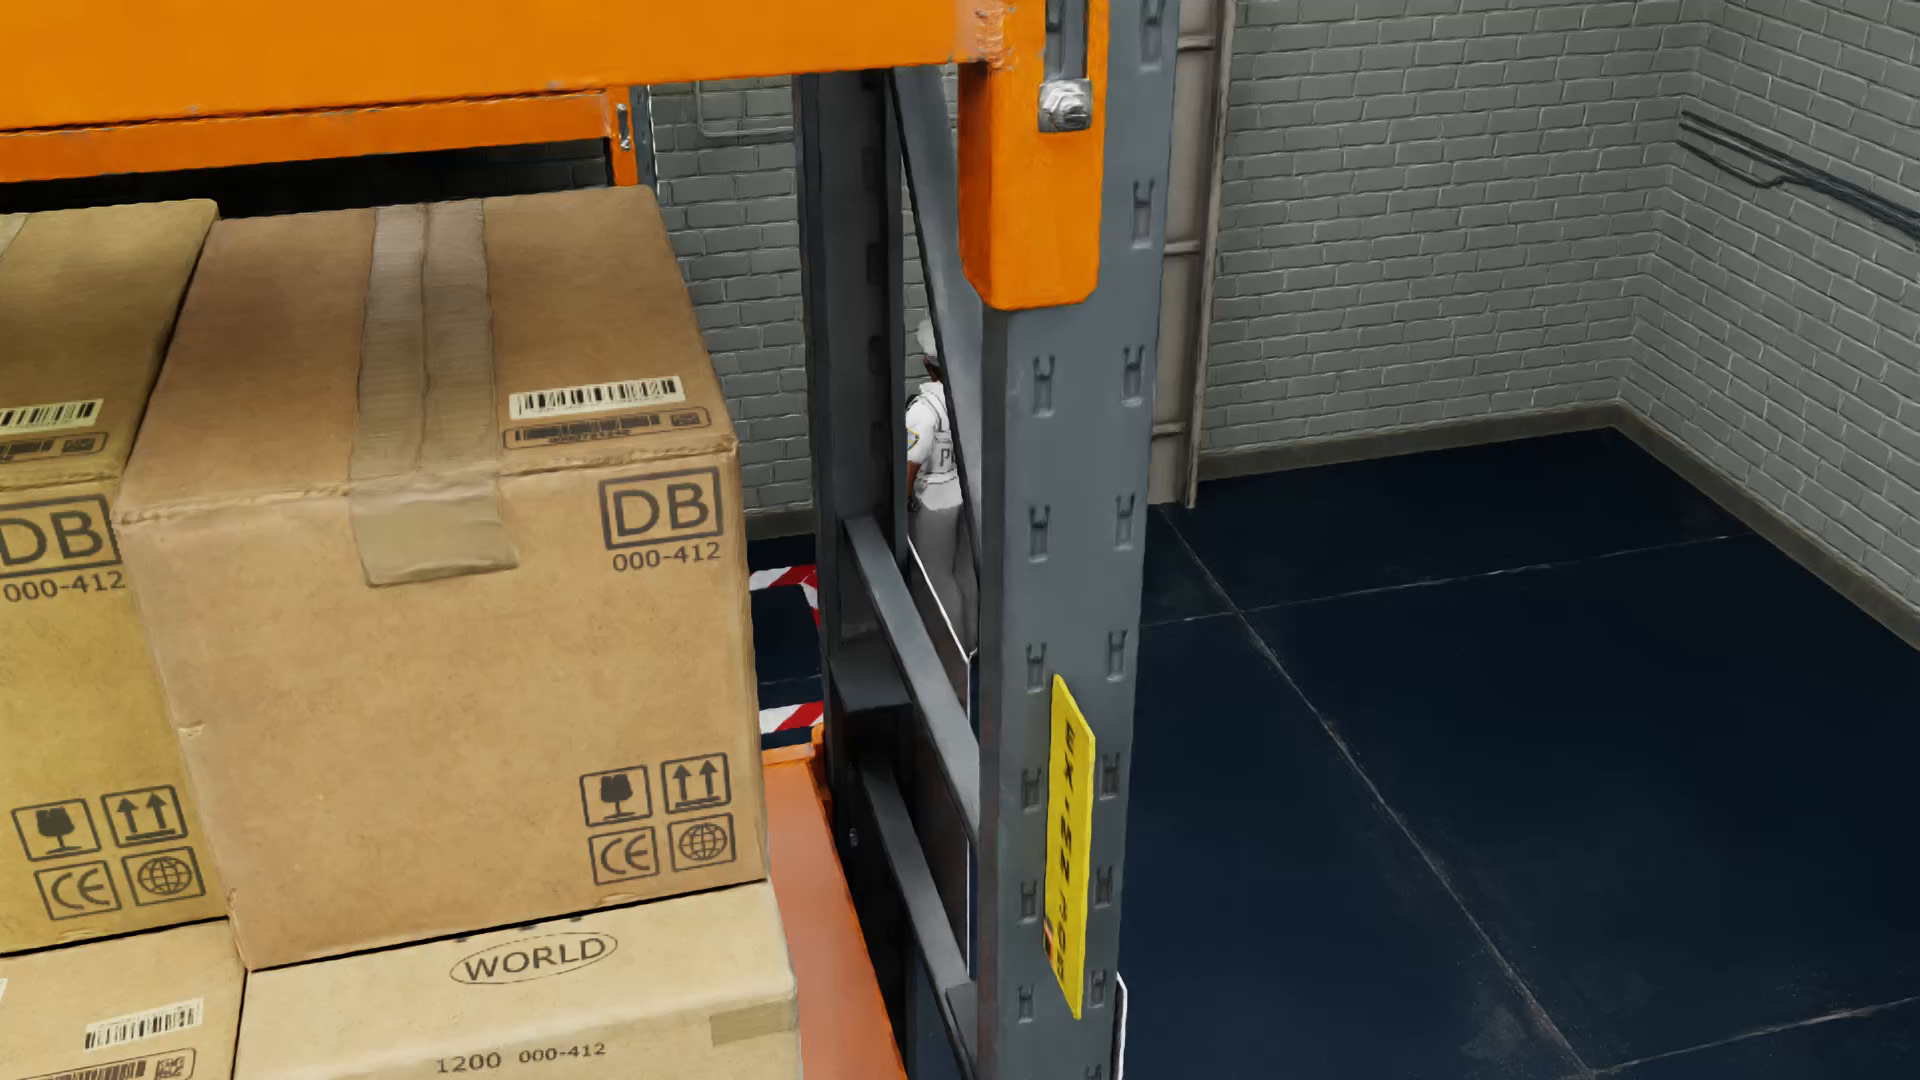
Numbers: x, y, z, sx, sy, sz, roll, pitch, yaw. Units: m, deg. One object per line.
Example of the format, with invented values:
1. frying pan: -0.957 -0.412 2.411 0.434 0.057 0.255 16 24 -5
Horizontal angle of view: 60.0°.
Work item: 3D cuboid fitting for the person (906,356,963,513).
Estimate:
1. person: -0.112 -0.443 7.192 0.333 0.988 0.604 22 37 33
